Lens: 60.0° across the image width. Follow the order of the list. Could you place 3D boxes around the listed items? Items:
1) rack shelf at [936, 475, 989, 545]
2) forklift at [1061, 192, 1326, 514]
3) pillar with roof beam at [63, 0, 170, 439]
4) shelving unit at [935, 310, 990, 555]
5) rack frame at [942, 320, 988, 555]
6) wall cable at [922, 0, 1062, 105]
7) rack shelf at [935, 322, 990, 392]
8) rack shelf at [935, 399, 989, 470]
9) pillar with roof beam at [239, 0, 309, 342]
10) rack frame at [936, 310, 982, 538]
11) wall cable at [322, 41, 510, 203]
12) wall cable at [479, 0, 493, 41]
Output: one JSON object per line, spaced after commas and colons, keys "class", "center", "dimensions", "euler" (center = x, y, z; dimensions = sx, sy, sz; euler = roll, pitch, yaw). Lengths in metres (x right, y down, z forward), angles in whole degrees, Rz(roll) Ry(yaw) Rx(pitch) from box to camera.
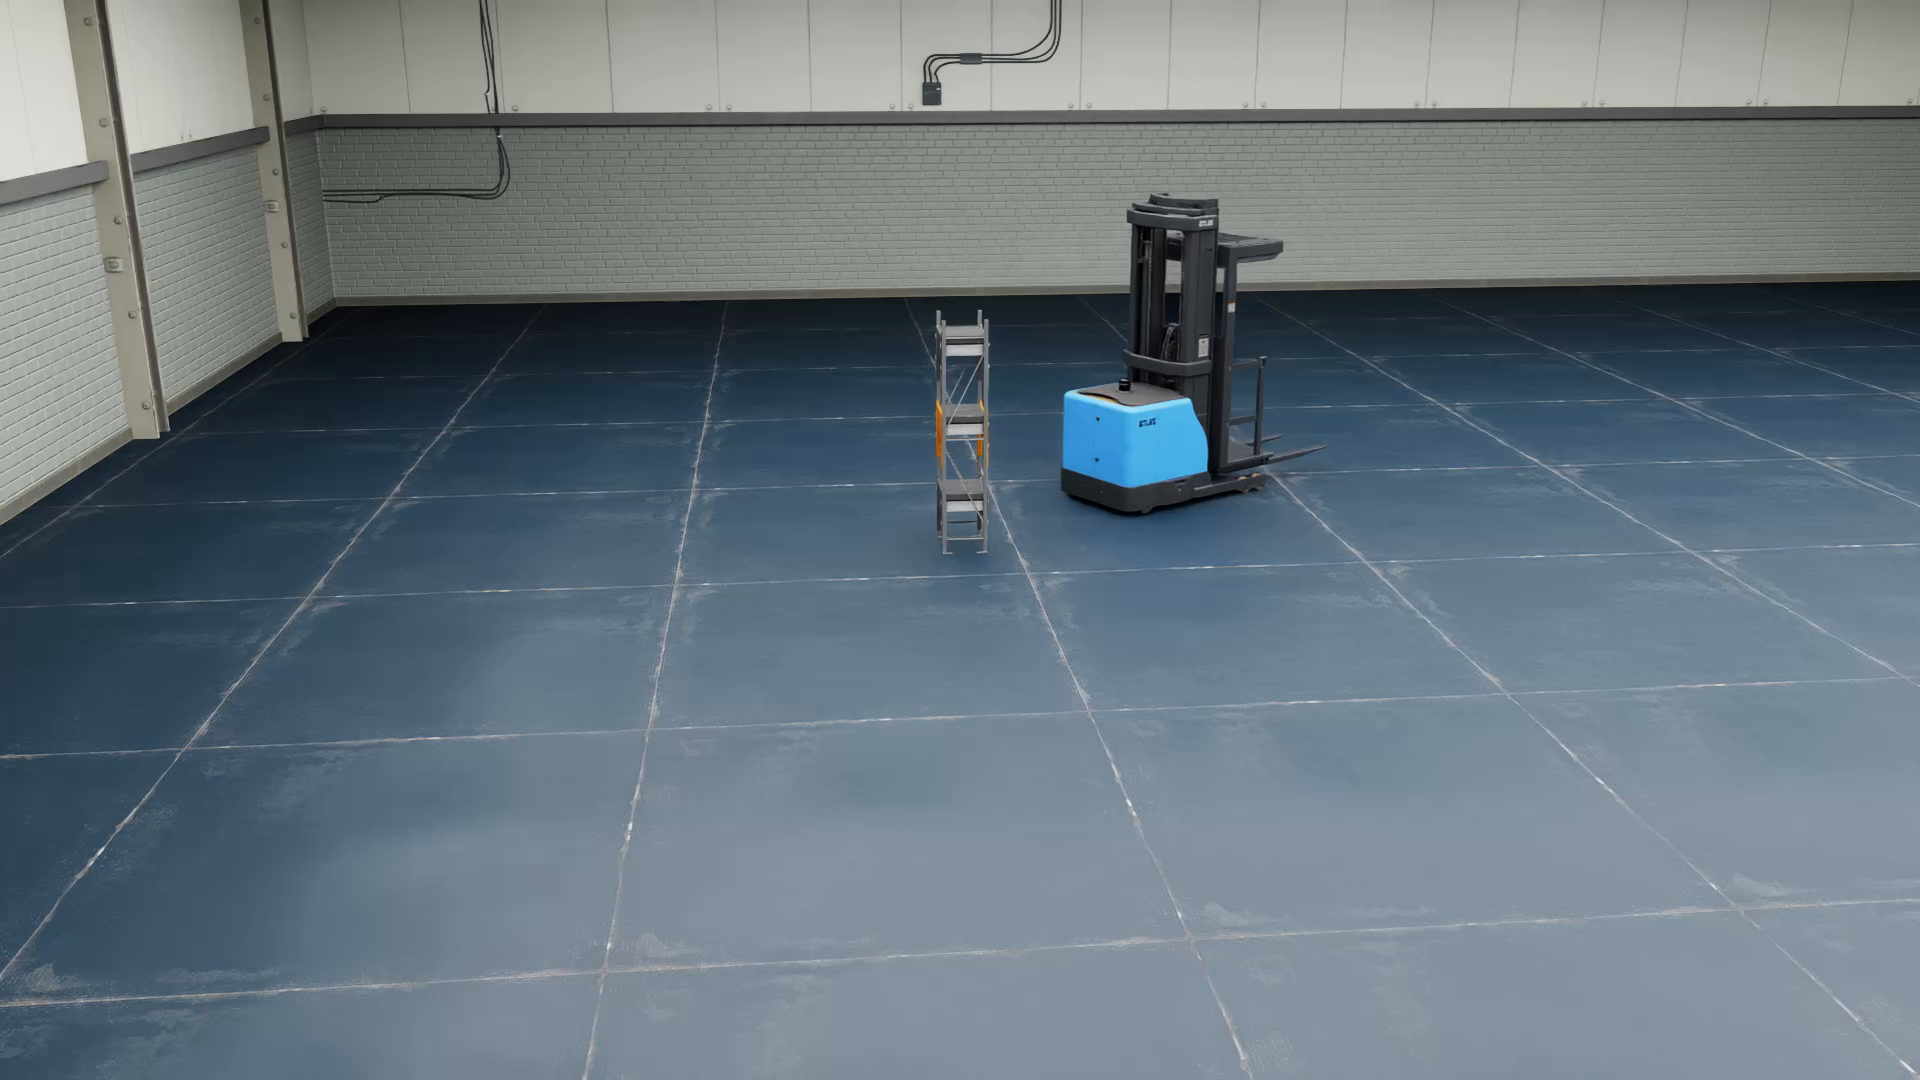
{"class": "rack shelf", "center": [0.017, -0.272, 14.992], "dimensions": [0.431, 0.518, 0.480], "euler": [-2, 18, -6]}
{"class": "forklift", "center": [2.486, -1.984, 16.678], "dimensions": [3.031, 2.935, 1.130], "euler": [-13, 22, -35]}
{"class": "pillar with roof beam", "center": [-5.023, -5.637, 18.183], "dimensions": [9.100, 9.000, 0.400], "euler": [-2, 18, -6]}
{"class": "shelving unit", "center": [0.017, -0.952, 14.778], "dimensions": [0.431, 2.100, 0.503], "euler": [-2, 18, -6]}
{"class": "rack frame", "center": [0.042, -0.880, 14.547], "dimensions": [0.400, 2.100, 0.015], "euler": [-2, 18, -6]}
{"class": "wall cable", "center": [0.532, -10.122, 26.789], "dimensions": [2.305, 6.003, 0.169], "euler": [-2, 18, -6]}
{"class": "rack shelf", "center": [0.017, -1.607, 14.573], "dimensions": [0.431, 0.518, 0.480], "euler": [-2, 18, -6]}
{"class": "rack shelf", "center": [0.017, -0.939, 14.782], "dimensions": [0.431, 0.518, 0.480], "euler": [-2, 18, -6]}
{"class": "pillar with roof beam", "center": [-5.642, -7.425, 23.877], "dimensions": [9.100, 9.000, 0.400], "euler": [-2, 18, -6]}
{"class": "rack frame", "center": [-0.008, -1.025, 15.010], "dimensions": [0.400, 2.100, 0.015], "euler": [-2, 18, -6]}
{"class": "wall cable", "center": [-8.912, -6.729, 26.844], "dimensions": [3.097, 2.526, 0.112], "euler": [-2, 18, -6]}
{"class": "wall cable", "center": [-6.222, -9.222, 26.354], "dimensions": [3.097, 2.526, 0.112], "euler": [-2, 18, -6]}
